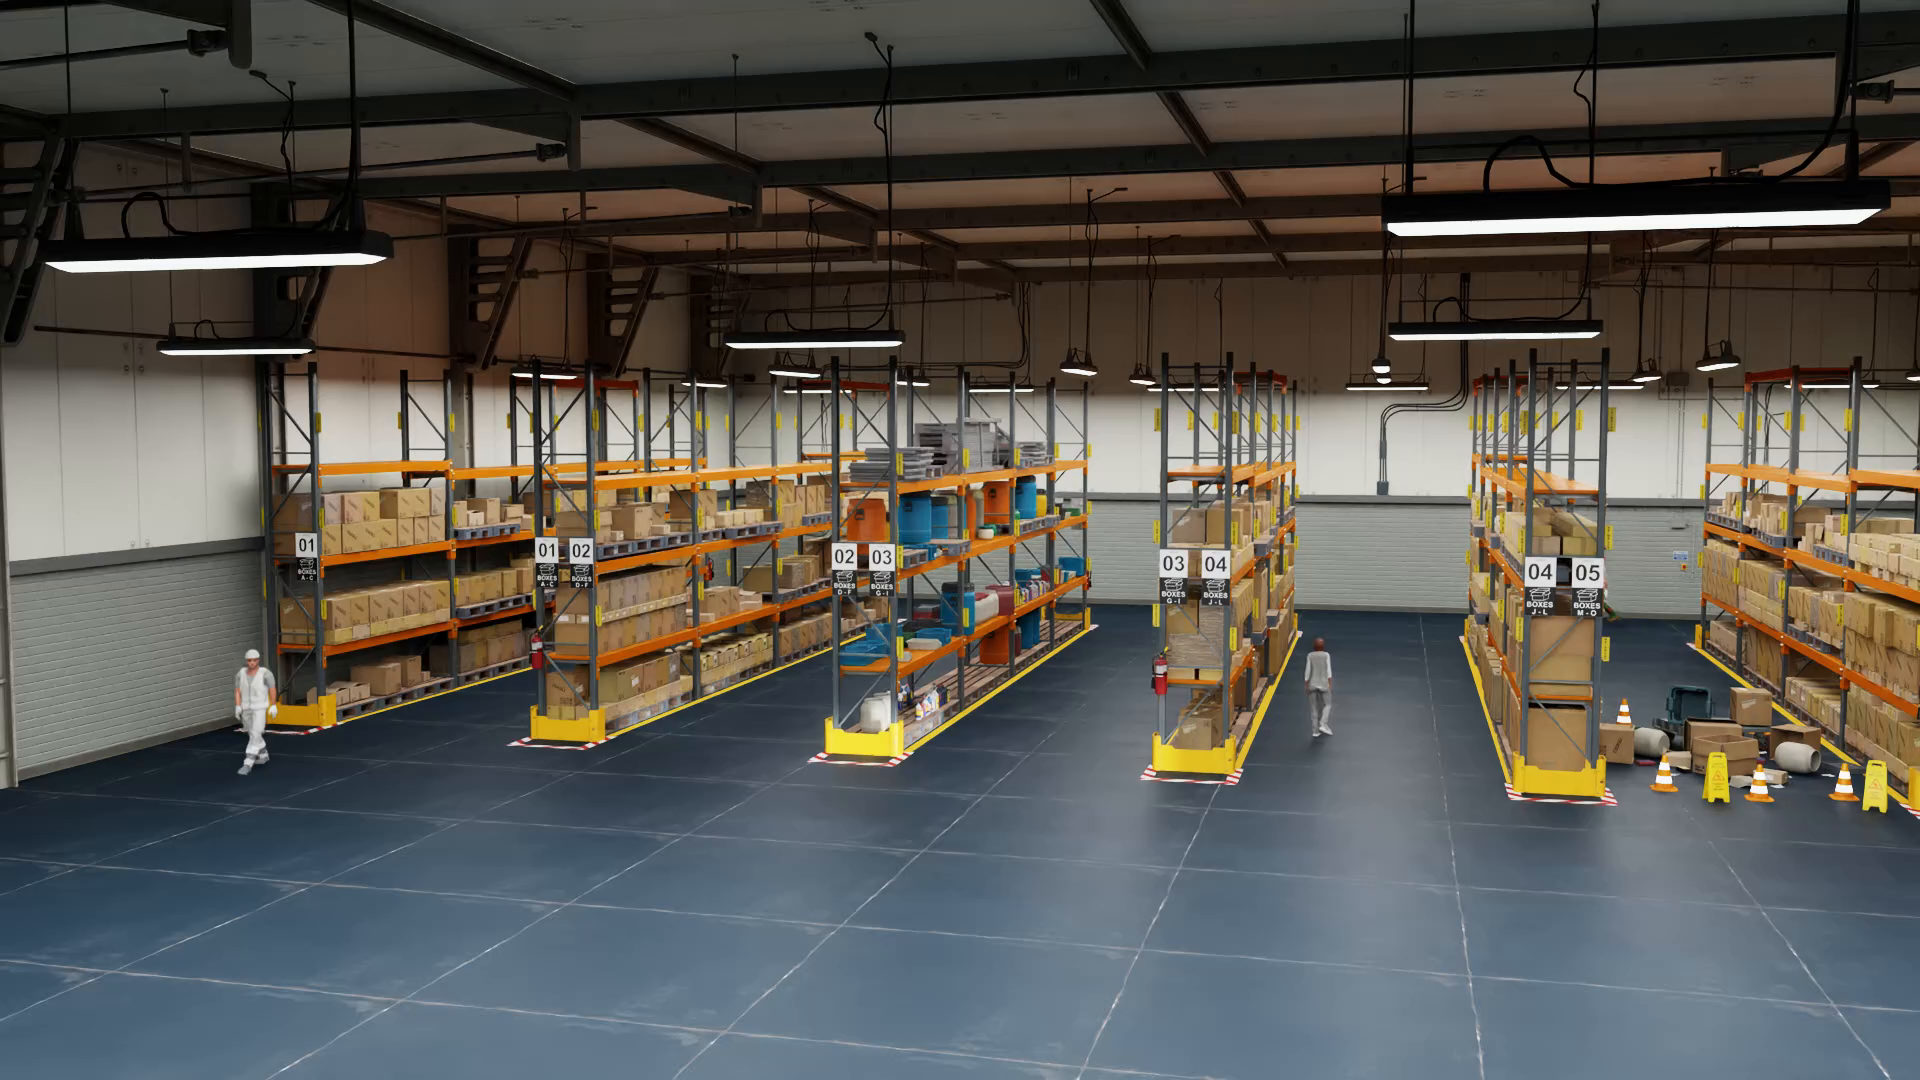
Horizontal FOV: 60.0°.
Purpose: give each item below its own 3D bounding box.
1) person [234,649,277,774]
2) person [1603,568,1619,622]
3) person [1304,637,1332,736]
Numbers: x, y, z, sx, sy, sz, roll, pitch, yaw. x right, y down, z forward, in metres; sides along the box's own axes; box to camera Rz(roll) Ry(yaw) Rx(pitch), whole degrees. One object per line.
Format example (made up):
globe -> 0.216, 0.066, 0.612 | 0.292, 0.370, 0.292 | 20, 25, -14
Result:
person -> -10.190, 2.414, 23.936 | 0.522, 1.689, 0.957 | 0, 4, 2
person -> 15.805, 1.202, 41.213 | 1.018, 1.700, 0.535 | 0, 4, 4
person -> 5.720, 2.345, 26.501 | 0.461, 1.597, 0.440 | 1, 4, 19
